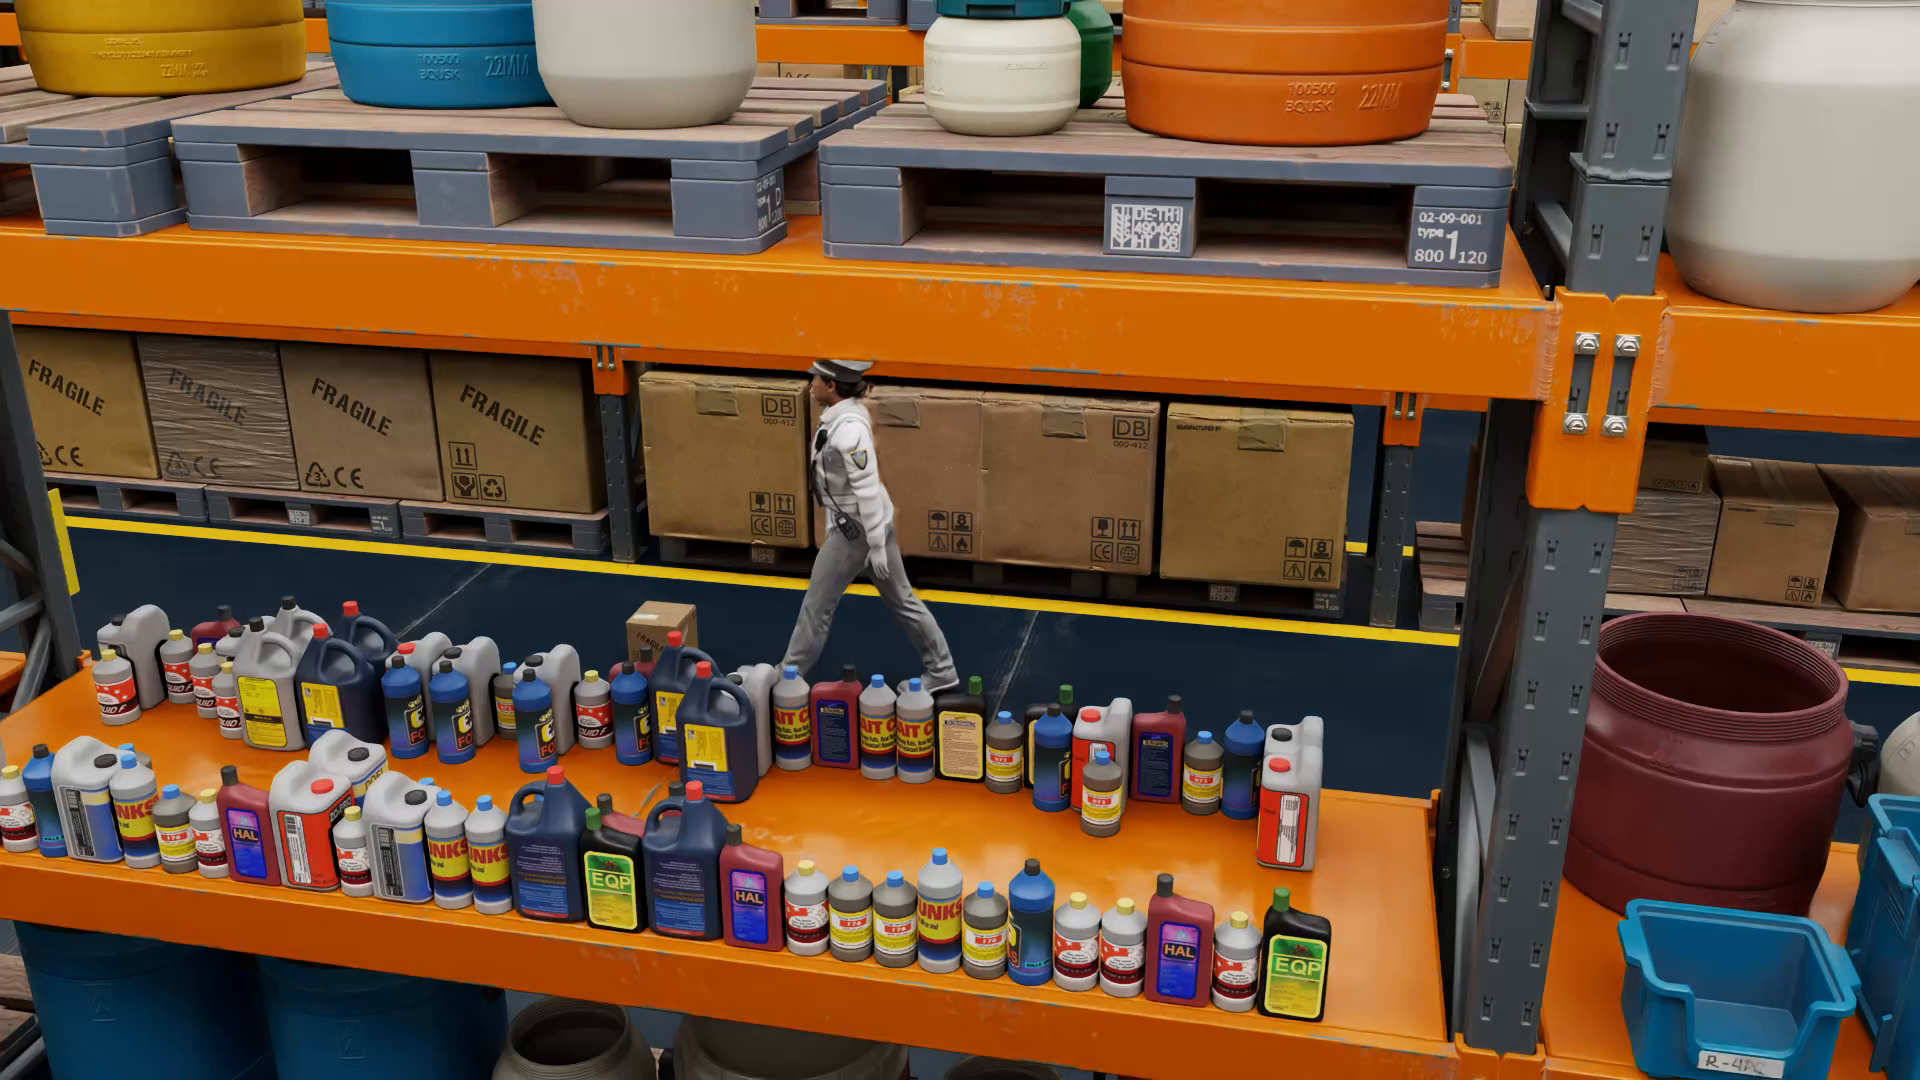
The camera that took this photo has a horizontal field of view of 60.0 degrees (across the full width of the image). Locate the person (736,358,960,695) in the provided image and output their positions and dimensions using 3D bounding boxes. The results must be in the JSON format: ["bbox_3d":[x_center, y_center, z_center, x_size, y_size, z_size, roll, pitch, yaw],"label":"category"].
[{"bbox_3d":[-0.500,-0.077,7.253,0.997,1.619,0.508,2,22,4],"label":"person"}]
